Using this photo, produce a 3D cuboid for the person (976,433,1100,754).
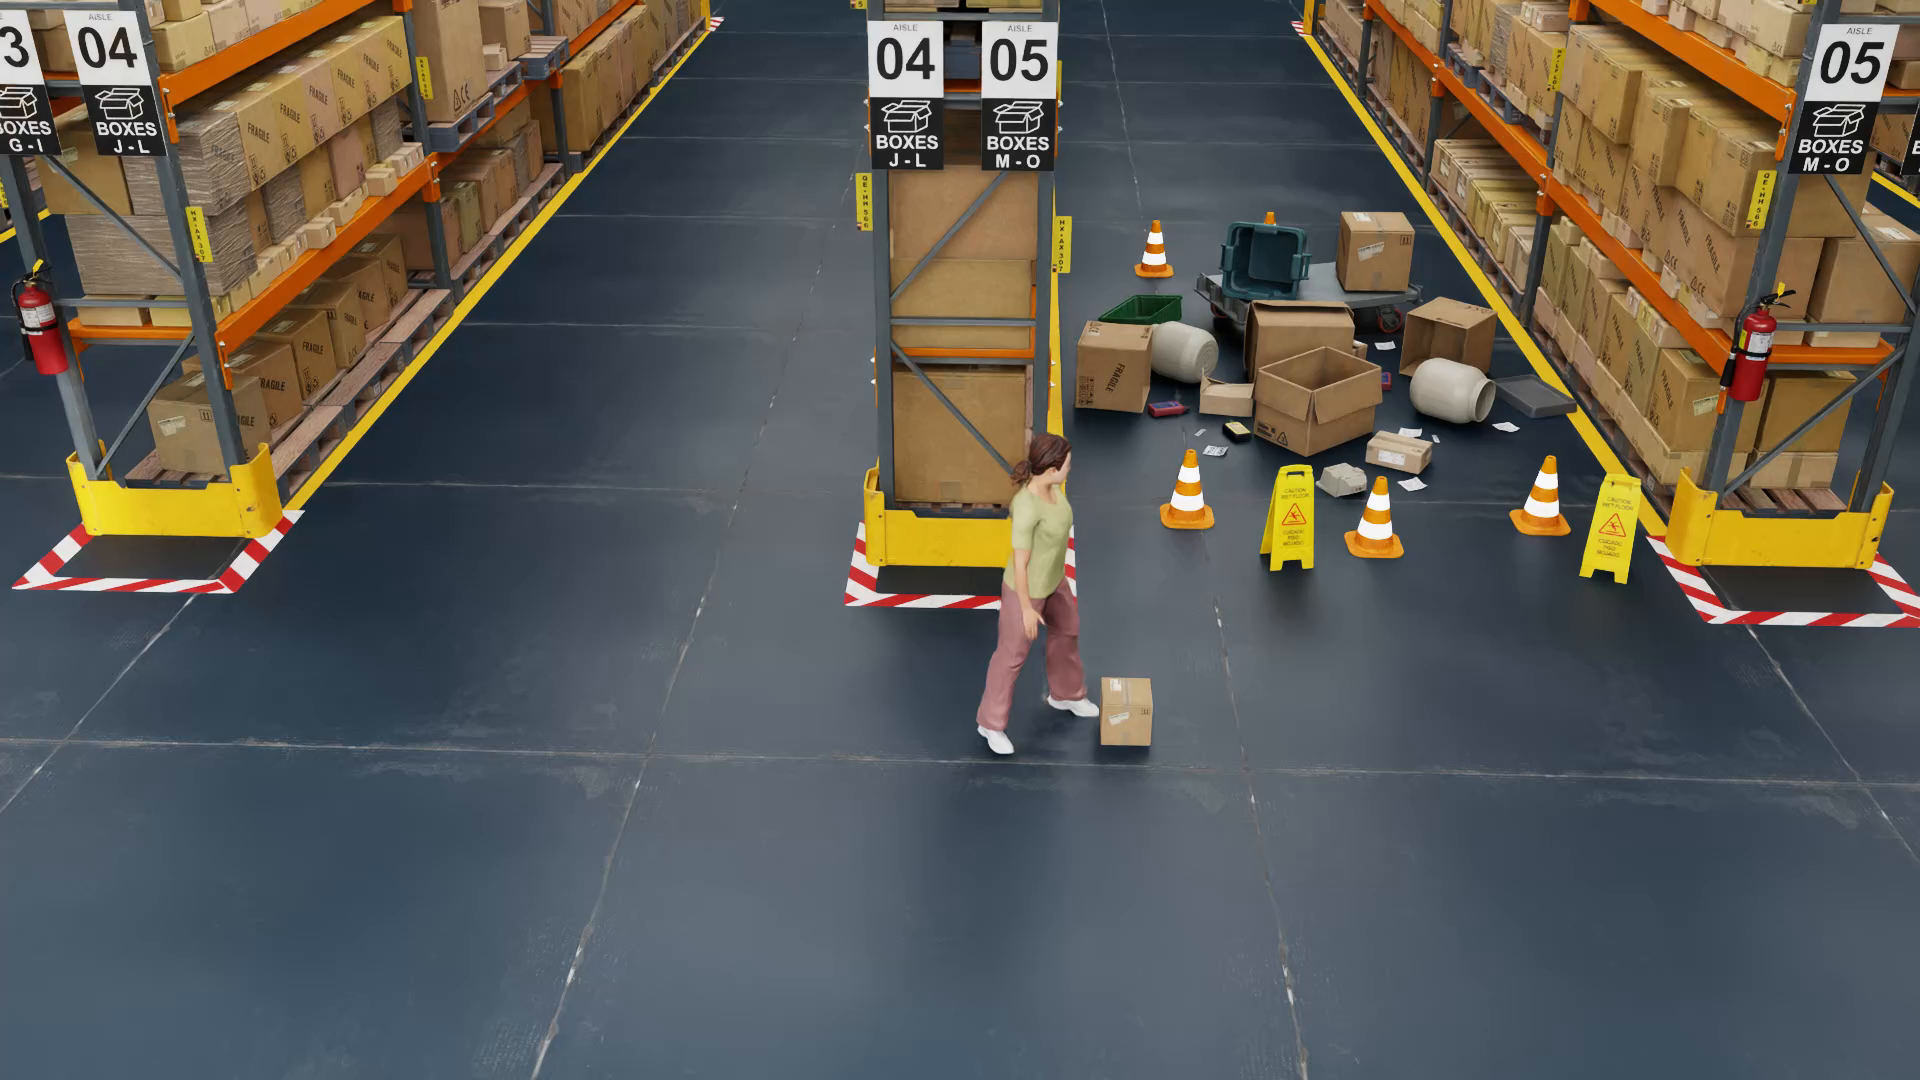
[{"bbox_3d":[0.391,0.248,8.166,0.517,1.708,0.651,13,31,24],"label":"person"}]
